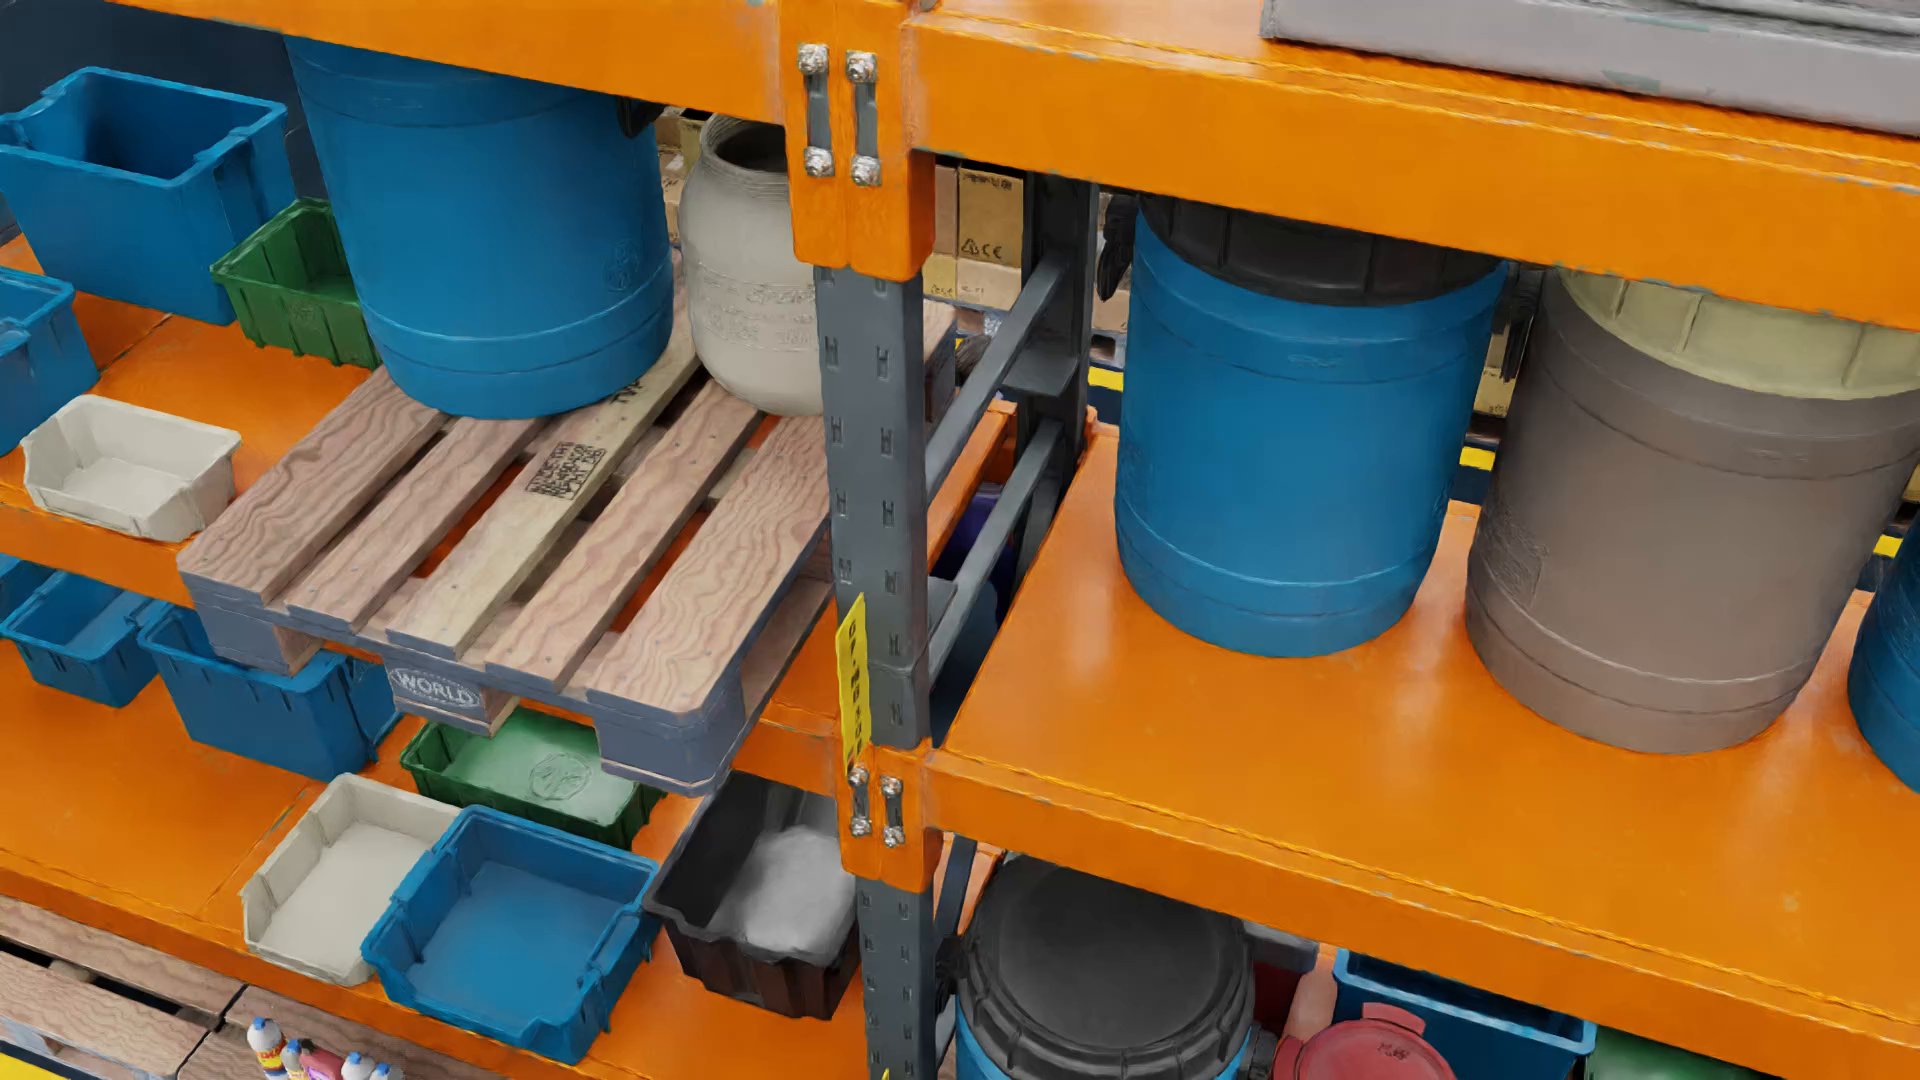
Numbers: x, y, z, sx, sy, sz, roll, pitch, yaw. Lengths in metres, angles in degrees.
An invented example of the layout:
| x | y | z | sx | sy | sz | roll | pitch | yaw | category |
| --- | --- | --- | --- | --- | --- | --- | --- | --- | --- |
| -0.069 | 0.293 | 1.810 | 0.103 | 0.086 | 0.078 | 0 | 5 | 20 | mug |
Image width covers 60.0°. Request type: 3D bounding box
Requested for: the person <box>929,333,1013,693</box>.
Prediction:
| x | y | z | sx | sy | sz | roll | pitch | yaw | category |
| --- | --- | --- | --- | --- | --- | --- | --- | --- | --- |
| 0.066 | -0.075 | 6.232 | 0.559 | 1.658 | 0.485 | 20 | 46 | 21 | person |
